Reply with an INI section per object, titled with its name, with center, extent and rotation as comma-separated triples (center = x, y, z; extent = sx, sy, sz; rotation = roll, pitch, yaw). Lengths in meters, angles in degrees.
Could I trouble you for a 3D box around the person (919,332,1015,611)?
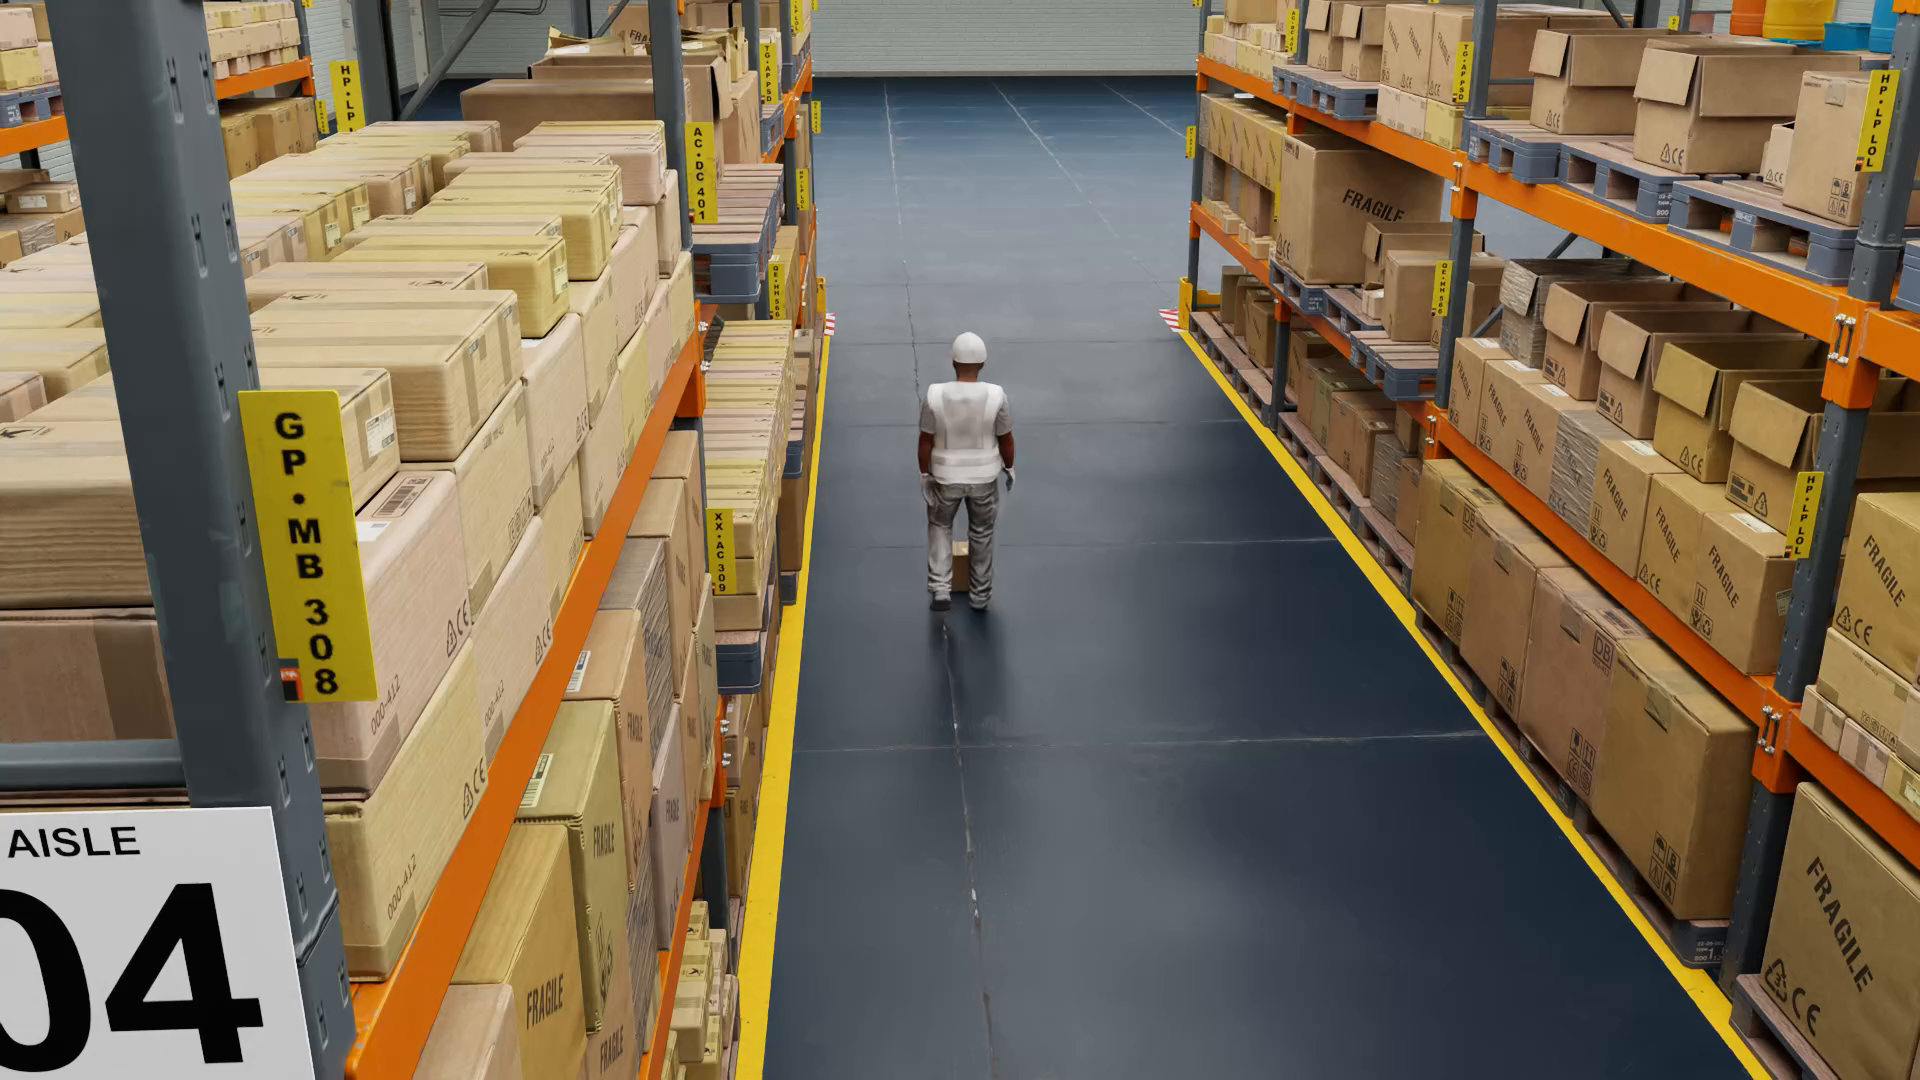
[person]
center = 0.047, -0.399, 10.080
extent = 0.576, 1.781, 0.615
rotation = 1, 20, 2
